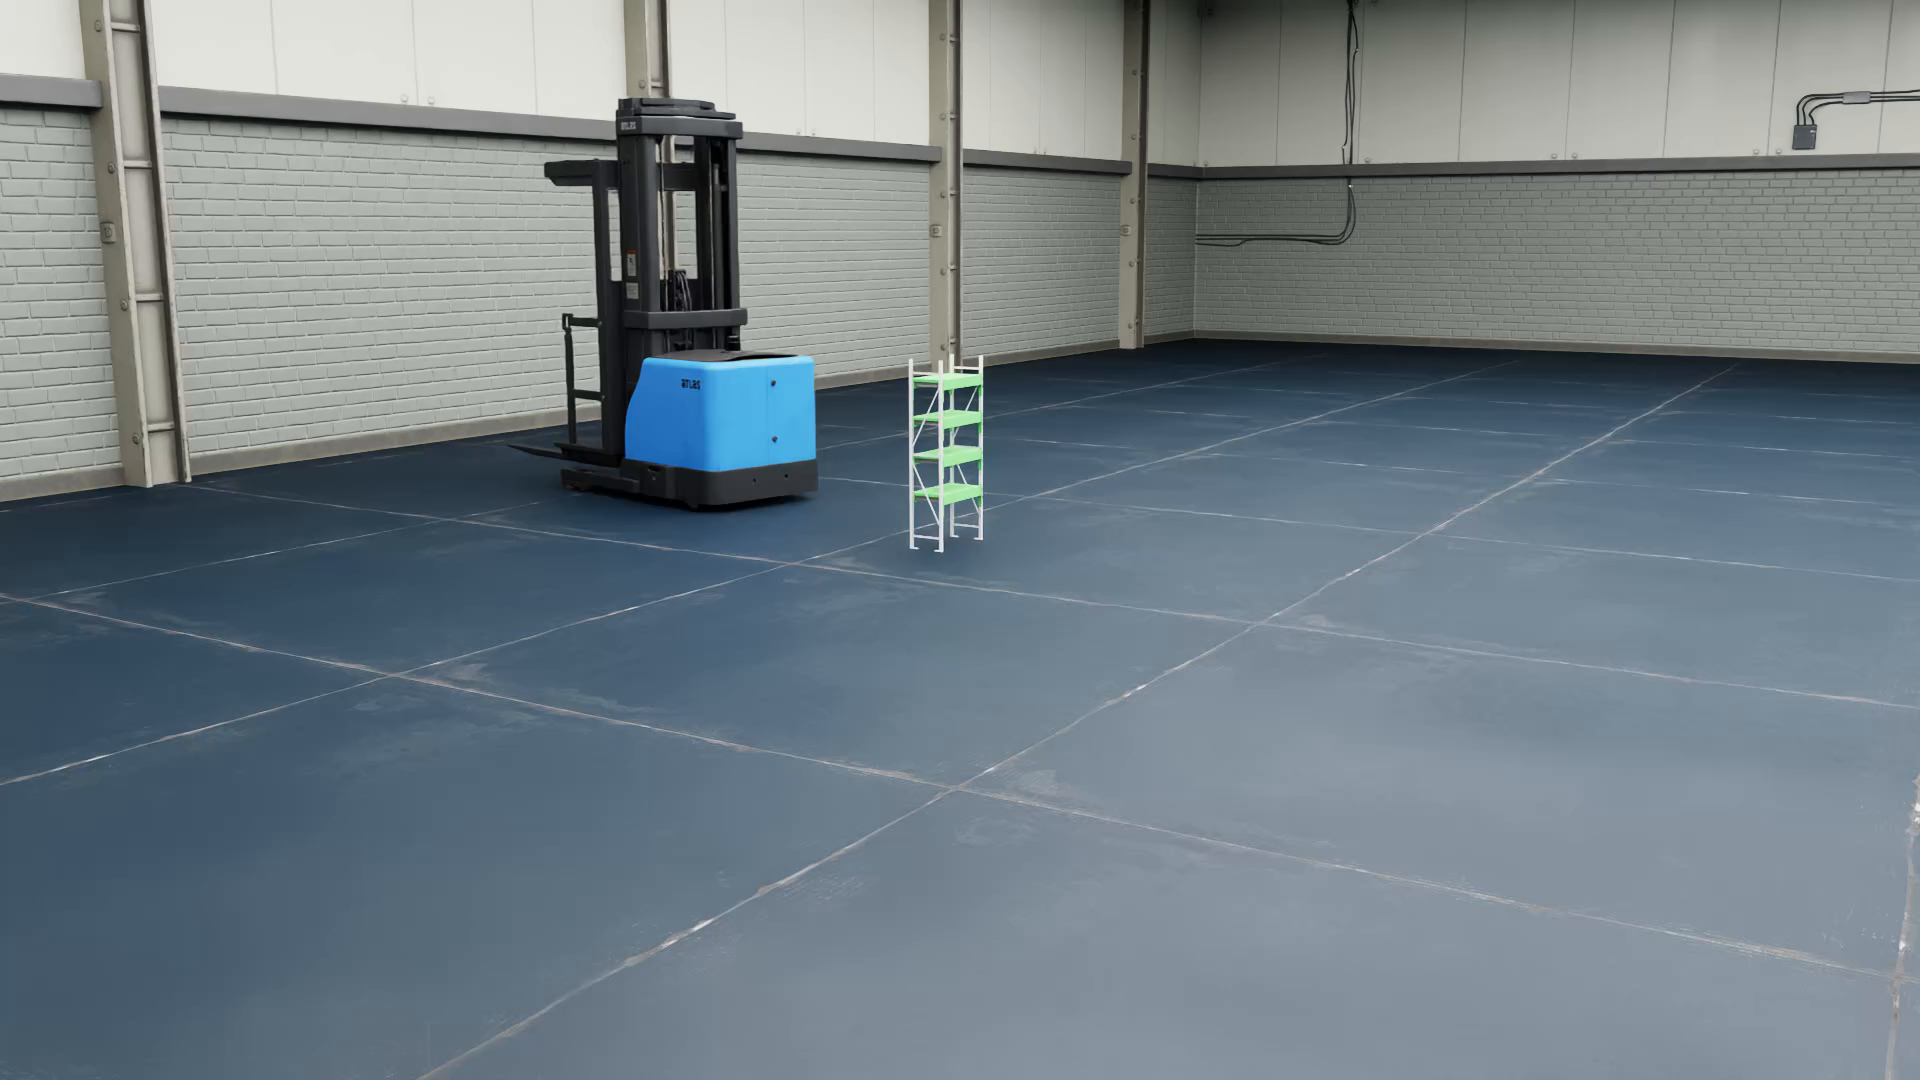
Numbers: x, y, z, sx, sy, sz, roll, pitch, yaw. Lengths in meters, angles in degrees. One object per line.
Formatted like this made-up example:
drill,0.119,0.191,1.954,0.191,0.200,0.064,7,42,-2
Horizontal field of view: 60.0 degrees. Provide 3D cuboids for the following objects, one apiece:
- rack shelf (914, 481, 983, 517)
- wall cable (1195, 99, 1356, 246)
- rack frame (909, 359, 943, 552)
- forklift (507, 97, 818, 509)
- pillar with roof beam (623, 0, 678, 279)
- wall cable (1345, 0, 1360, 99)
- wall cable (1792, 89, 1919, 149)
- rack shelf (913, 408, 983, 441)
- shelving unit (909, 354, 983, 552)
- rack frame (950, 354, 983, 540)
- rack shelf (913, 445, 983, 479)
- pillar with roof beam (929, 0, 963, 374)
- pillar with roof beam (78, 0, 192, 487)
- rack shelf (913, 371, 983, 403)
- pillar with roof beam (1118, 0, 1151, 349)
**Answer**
rack shelf,-0.086,-0.265,10.675,0.258,0.148,0.480,6,12,31
wall cable,5.582,-6.523,29.694,3.097,2.526,0.112,6,12,31
rack frame,-0.213,-0.525,10.414,0.240,1.200,0.015,6,12,31
forklift,-2.475,-1.871,12.898,3.031,2.935,1.130,10,15,43
pillar with roof beam,0.372,-5.413,15.331,9.100,9.000,0.400,6,12,31
wall cable,7.895,-8.747,27.849,3.097,2.526,0.112,6,12,31
wall cable,13.688,-8.811,24.237,2.305,6.003,0.169,6,12,31
rack shelf,-0.086,-0.737,10.587,0.258,0.148,0.480,6,12,31
shelving unit,-0.086,-0.564,10.619,0.258,1.200,0.503,6,12,31
rack frame,0.041,-0.602,10.824,0.240,1.200,0.015,6,12,31
rack shelf,-0.086,-0.501,10.631,0.258,0.148,0.480,6,12,31
pillar with roof beam,3.487,-6.357,20.371,9.100,9.000,0.400,6,12,31
pillar with roof beam,-2.743,-4.470,10.290,9.100,9.000,0.400,6,12,31
rack shelf,-0.086,-0.973,10.543,0.258,0.148,0.480,6,12,31
pillar with roof beam,6.602,-7.301,25.411,9.100,9.000,0.400,6,12,31
